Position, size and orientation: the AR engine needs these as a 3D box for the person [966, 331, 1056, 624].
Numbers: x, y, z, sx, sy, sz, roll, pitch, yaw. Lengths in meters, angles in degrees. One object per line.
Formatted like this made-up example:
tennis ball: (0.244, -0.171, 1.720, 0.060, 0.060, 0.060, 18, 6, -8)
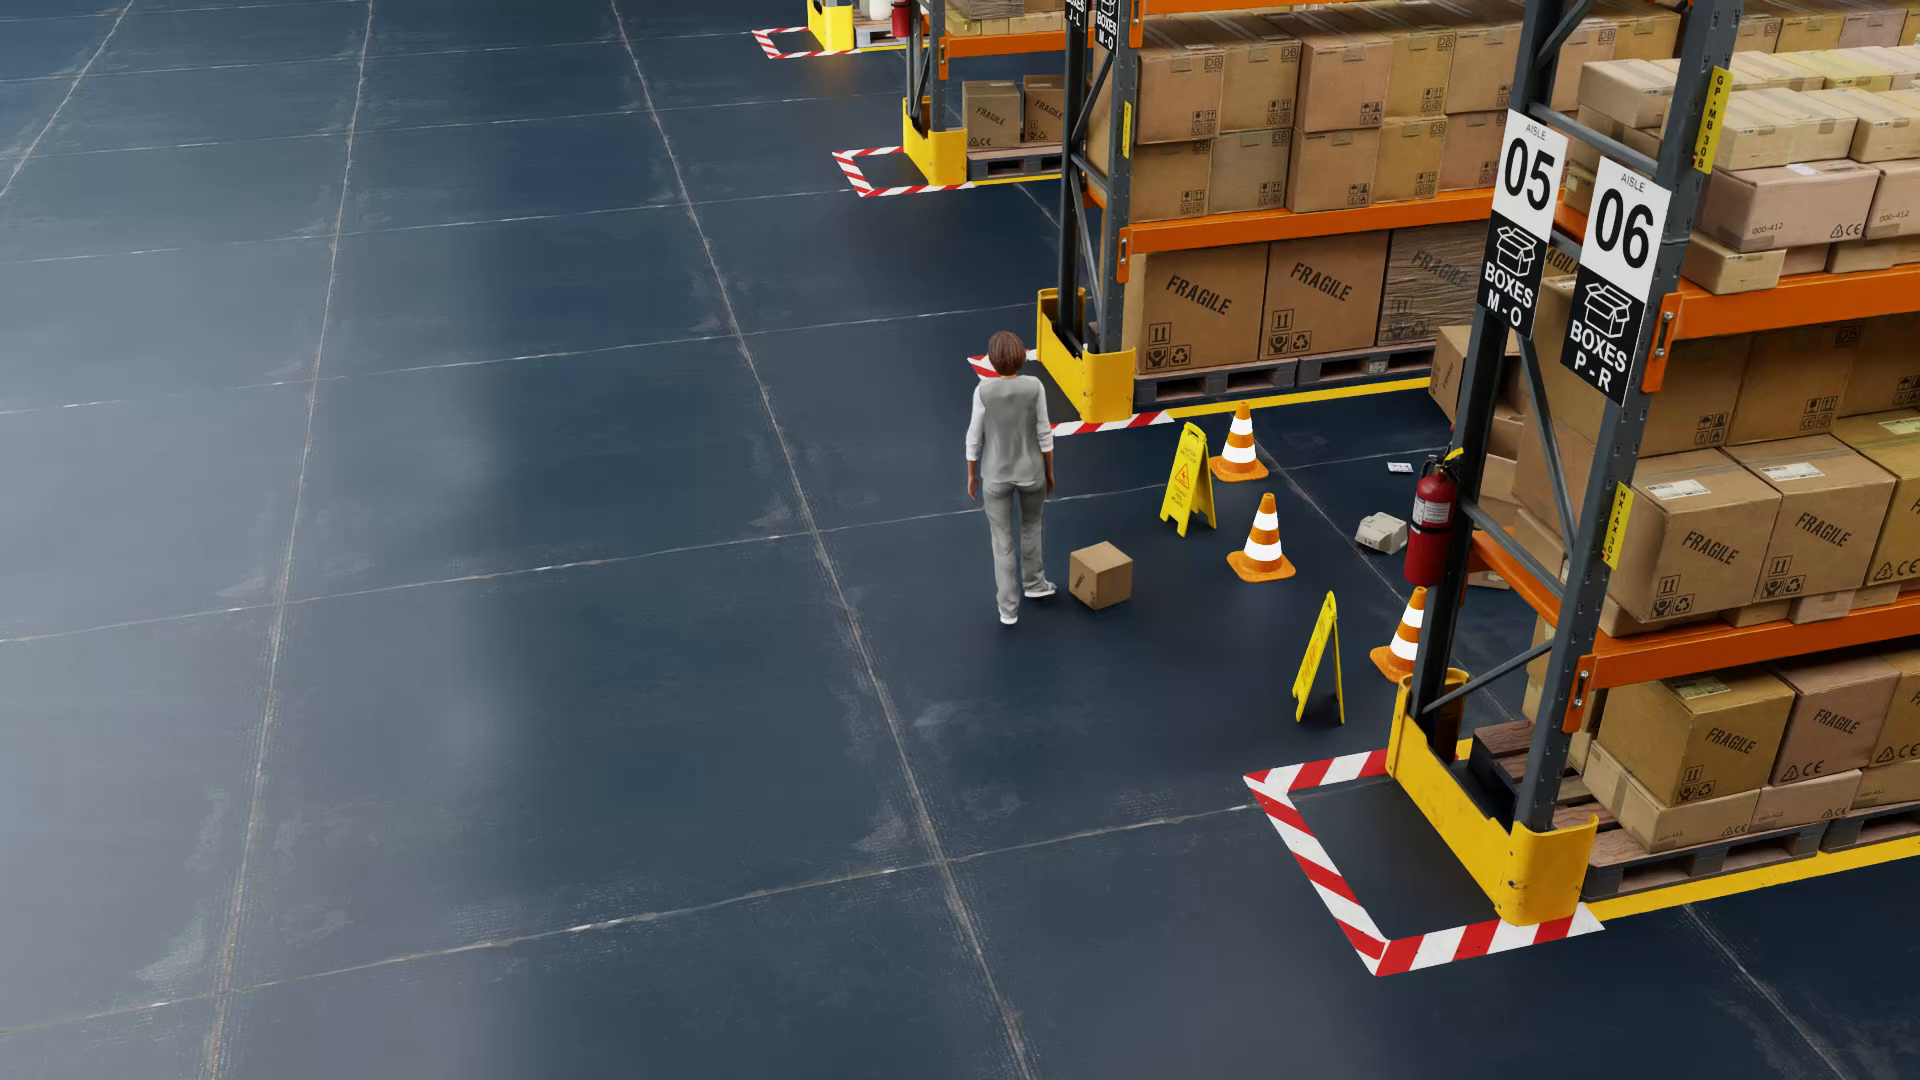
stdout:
person: (0.299, -0.293, 8.758, 0.530, 1.631, 0.487, -3, 31, -5)
